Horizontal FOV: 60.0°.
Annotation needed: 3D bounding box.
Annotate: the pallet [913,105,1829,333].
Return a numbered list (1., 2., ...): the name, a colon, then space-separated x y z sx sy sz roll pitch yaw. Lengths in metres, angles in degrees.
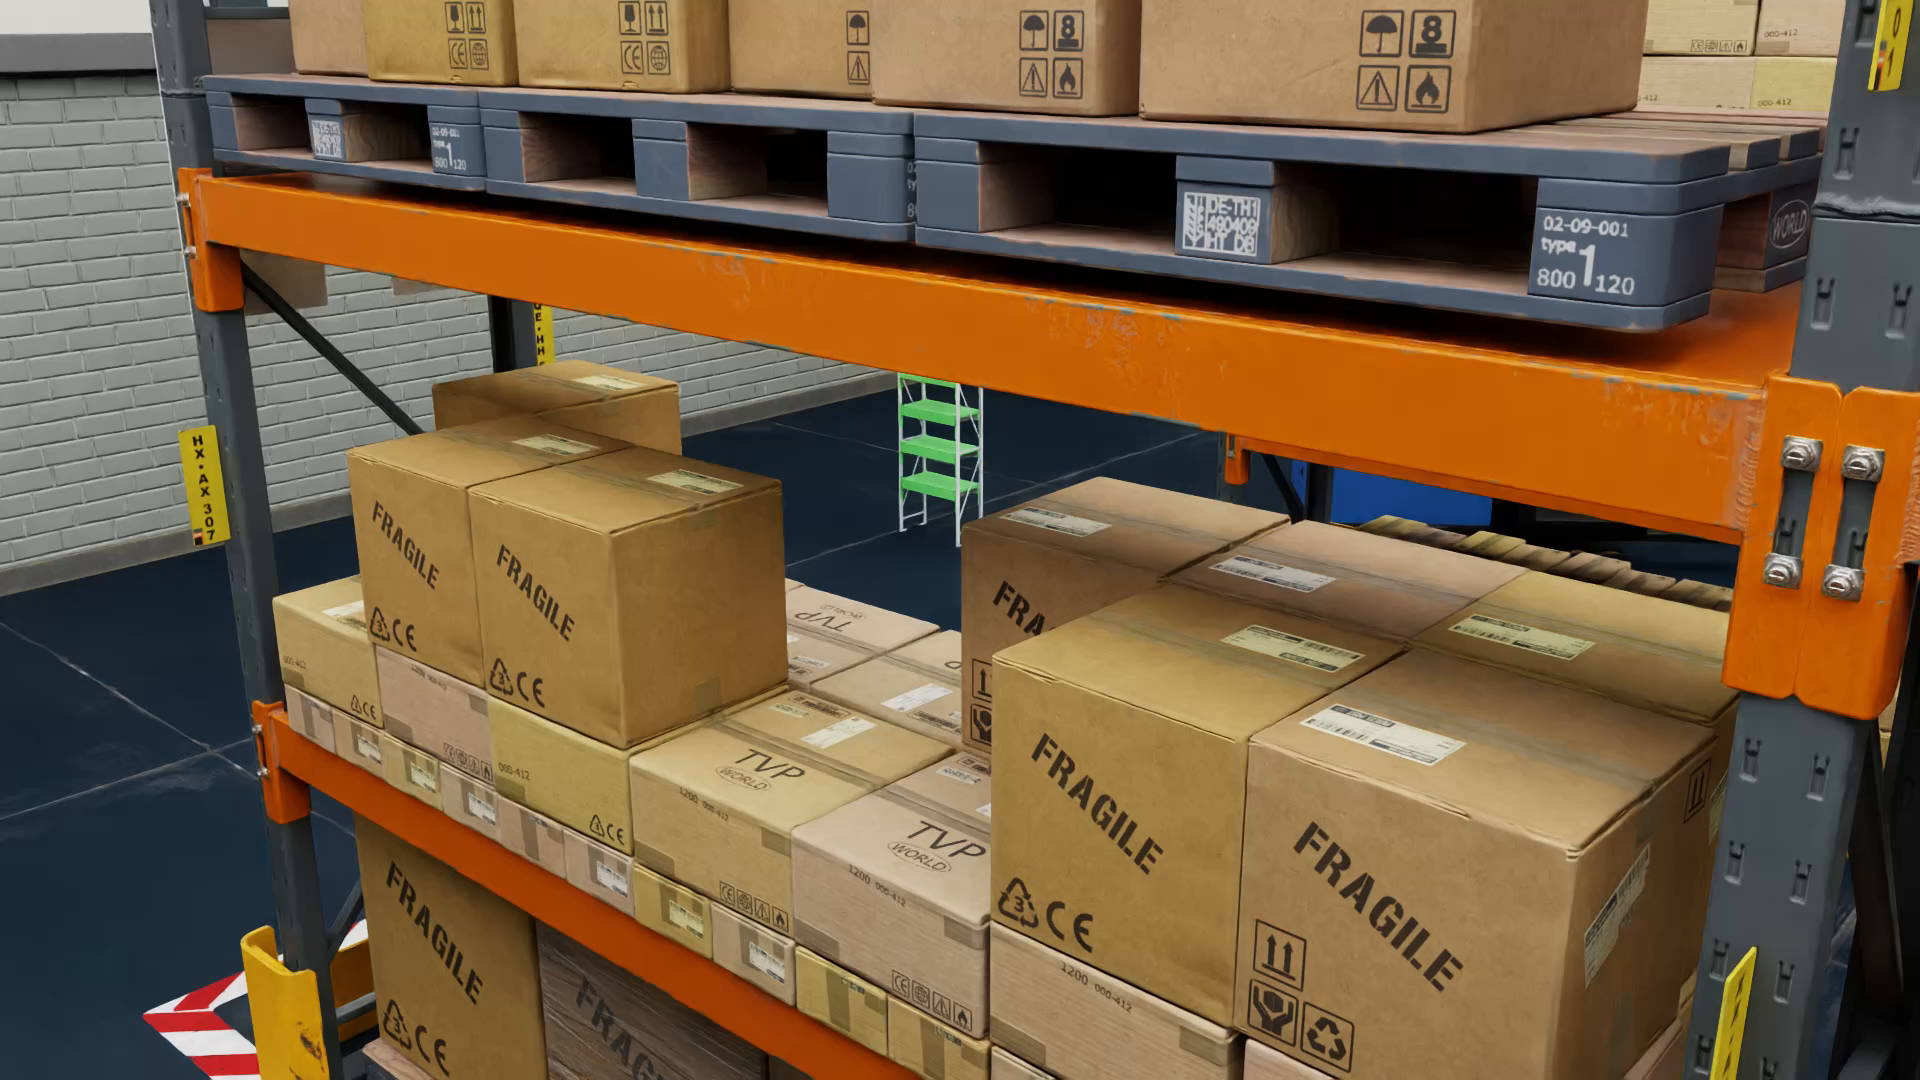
1. pallet: 0.690 -0.573 2.646 1.213 0.211 1.003 15 23 39

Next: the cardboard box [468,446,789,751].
1. cardboard box: -0.752 0.111 3.820 0.500 0.500 0.500 14 23 38

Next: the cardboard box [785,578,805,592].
1. cardboard box: -0.780 0.247 4.631 0.500 0.250 0.500 15 23 38

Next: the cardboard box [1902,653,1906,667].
1. cardboard box: 4.154 0.530 7.018 0.250 0.149 0.380 15 23 39

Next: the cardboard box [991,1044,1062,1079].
1. cardboard box: 0.272 0.959 3.046 0.250 0.149 0.380 16 23 40

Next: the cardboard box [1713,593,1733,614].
1. cardboard box: 3.549 0.377 7.499 0.250 0.149 0.380 14 22 37

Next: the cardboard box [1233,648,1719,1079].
1. cardboard box: 0.773 0.522 2.525 0.500 0.500 0.500 16 24 41

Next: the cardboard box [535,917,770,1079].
1. cardboard box: -0.485 1.284 4.426 0.875 0.875 0.875 15 23 39

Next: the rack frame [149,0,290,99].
1. rack frame: -1.697 -2.681 4.184 0.127 3.000 1.000 15 23 39

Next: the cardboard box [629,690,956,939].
1. cardboard box: -0.357 0.573 3.602 0.500 0.250 0.500 14 23 38

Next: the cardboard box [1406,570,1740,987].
1. cardboard box: 1.106 0.400 2.911 0.500 0.500 0.500 15 23 39

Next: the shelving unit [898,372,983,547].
1. shelving unit: -0.124 -0.605 10.535 0.503 1.200 0.258 15 23 39

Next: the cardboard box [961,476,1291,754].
1. cardboard box: 0.351 0.195 3.553 0.500 0.500 0.500 14 22 38

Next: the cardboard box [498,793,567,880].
1. cardboard box: -0.881 0.650 4.021 0.250 0.149 0.380 14 23 38

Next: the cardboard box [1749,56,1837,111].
1. cardboard box: 3.370 -1.721 6.365 0.500 0.250 0.500 15 23 39

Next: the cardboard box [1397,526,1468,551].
1. cardboard box: 2.385 0.064 8.487 0.250 0.149 0.380 16 23 40

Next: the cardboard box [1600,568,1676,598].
1. cardboard box: 3.176 0.273 7.829 0.250 0.149 0.380 14 22 37

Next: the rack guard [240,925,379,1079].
1. rack guard: -1.715 1.365 5.485 0.348 0.500 1.175 15 23 39

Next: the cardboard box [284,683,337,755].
1. cardboard box: -1.651 0.444 4.670 0.250 0.149 0.380 15 23 40

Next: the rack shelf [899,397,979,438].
1. rack shelf: -0.124 -0.773 10.482 0.480 0.148 0.258 15 23 39

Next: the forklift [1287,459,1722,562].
1. forklift: 3.624 -1.333 9.966 3.031 2.935 1.130 1 18 3

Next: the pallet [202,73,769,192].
1. pallet: -1.135 -1.063 4.189 1.213 0.211 1.003 15 23 39

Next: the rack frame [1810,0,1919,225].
1. rack frame: 1.295 -1.878 1.654 0.127 3.000 1.000 15 23 39

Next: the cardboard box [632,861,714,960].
1. cardboard box: -0.499 0.752 3.698 0.250 0.149 0.380 14 23 38

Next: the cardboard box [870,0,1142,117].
1. cardboard box: 0.270 -0.996 2.809 0.500 0.500 0.700 17 24 42

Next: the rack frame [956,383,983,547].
1. rack frame: 0.059 -0.556 10.381 0.015 1.200 0.240 15 23 39

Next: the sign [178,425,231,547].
1. sign: -2.070 -0.148 4.557 0.005 0.325 0.100 15 23 39

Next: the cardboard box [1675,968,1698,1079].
1. cardboard box: 1.117 0.757 3.023 0.500 0.250 0.500 15 23 38

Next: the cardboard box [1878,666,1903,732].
1. cardboard box: 3.815 0.651 6.636 0.250 0.149 0.380 15 23 39

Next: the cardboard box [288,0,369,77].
1. cardboard box: -1.273 -1.455 4.253 0.500 0.500 0.700 13 22 36

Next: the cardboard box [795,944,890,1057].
1. cardboard box: -0.112 0.856 3.371 0.250 0.149 0.380 15 23 38

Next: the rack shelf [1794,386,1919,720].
1. rack shelf: 2.791 0.296 0.951 4.000 0.370 1.077 15 23 39

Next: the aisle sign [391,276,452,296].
1. aisle sign: -1.552 -1.143 4.958 0.004 0.787 0.394 15 23 39

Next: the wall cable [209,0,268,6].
1. wall cable: -3.639 -6.130 9.732 0.120 5.999 2.277 15 23 39

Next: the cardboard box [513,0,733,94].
1. cardboard box: -0.513 -1.222 3.519 0.500 0.500 0.700 13 22 36

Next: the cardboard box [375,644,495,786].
1. cardboard box: -1.124 0.368 4.249 0.500 0.250 0.500 15 23 39

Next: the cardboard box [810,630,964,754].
1. cardboard box: -0.006 0.453 3.982 0.500 0.250 0.500 15 23 39

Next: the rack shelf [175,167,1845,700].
1. rack shelf: -0.201 -0.507 3.481 4.000 0.370 1.077 15 23 39

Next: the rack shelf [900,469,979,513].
1. rack shelf: -0.124 -0.315 10.627 0.480 0.148 0.258 15 23 39

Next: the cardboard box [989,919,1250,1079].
1. cardboard box: 0.402 0.778 2.957 0.500 0.250 0.500 16 24 41

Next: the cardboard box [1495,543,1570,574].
1. cardboard box: 2.814 0.153 8.205 0.250 0.149 0.380 14 22 37

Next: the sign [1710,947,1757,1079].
1. sign: 0.927 0.657 2.021 0.005 0.325 0.100 15 23 39

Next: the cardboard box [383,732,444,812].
1. cardboard box: -1.266 0.546 4.347 0.250 0.149 0.380 14 23 38

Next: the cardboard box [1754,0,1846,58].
1. cardboard box: 3.374 -1.963 6.301 0.500 0.250 0.500 16 24 41
